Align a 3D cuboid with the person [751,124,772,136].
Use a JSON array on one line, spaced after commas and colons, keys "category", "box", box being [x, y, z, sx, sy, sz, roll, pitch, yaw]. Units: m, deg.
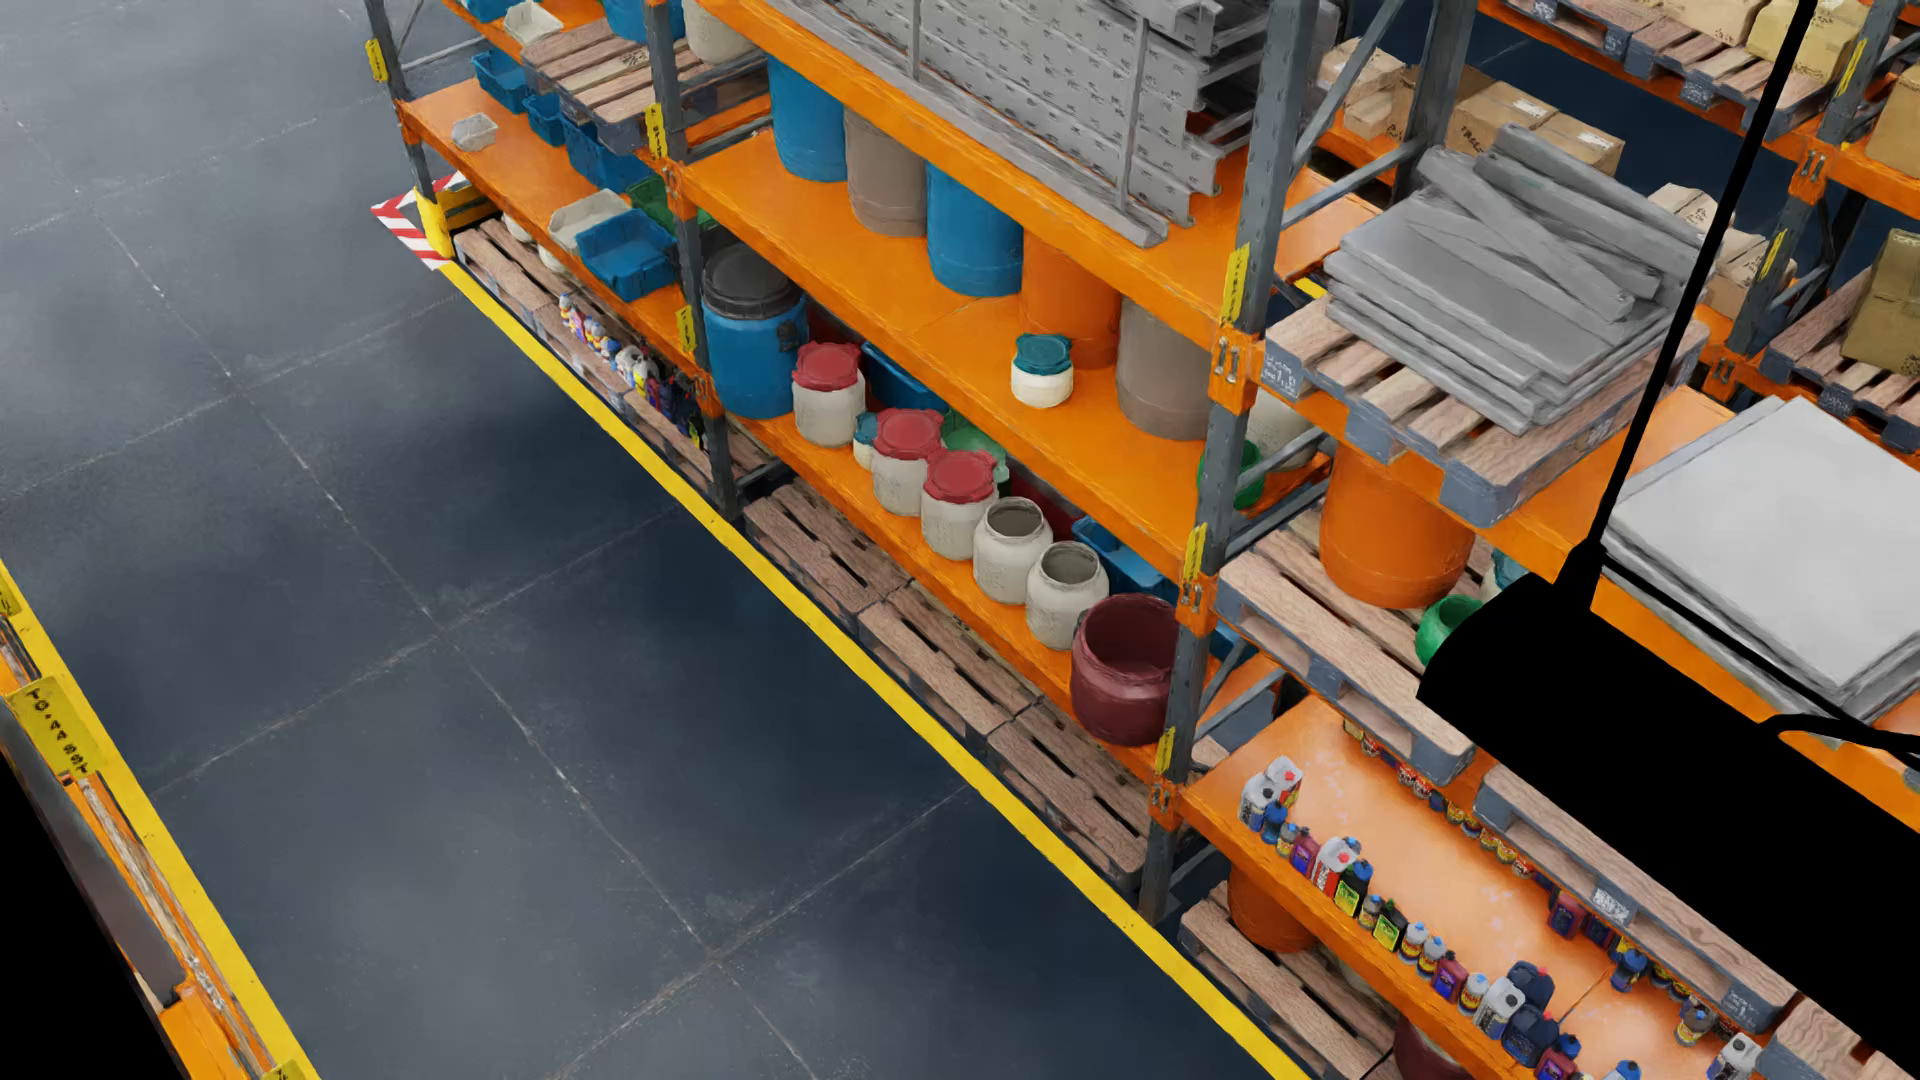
[{"category": "person", "box": [-2.004, -4.181, 13.823, 0.451, 1.586, 1.099, -34, 55, -28]}]
